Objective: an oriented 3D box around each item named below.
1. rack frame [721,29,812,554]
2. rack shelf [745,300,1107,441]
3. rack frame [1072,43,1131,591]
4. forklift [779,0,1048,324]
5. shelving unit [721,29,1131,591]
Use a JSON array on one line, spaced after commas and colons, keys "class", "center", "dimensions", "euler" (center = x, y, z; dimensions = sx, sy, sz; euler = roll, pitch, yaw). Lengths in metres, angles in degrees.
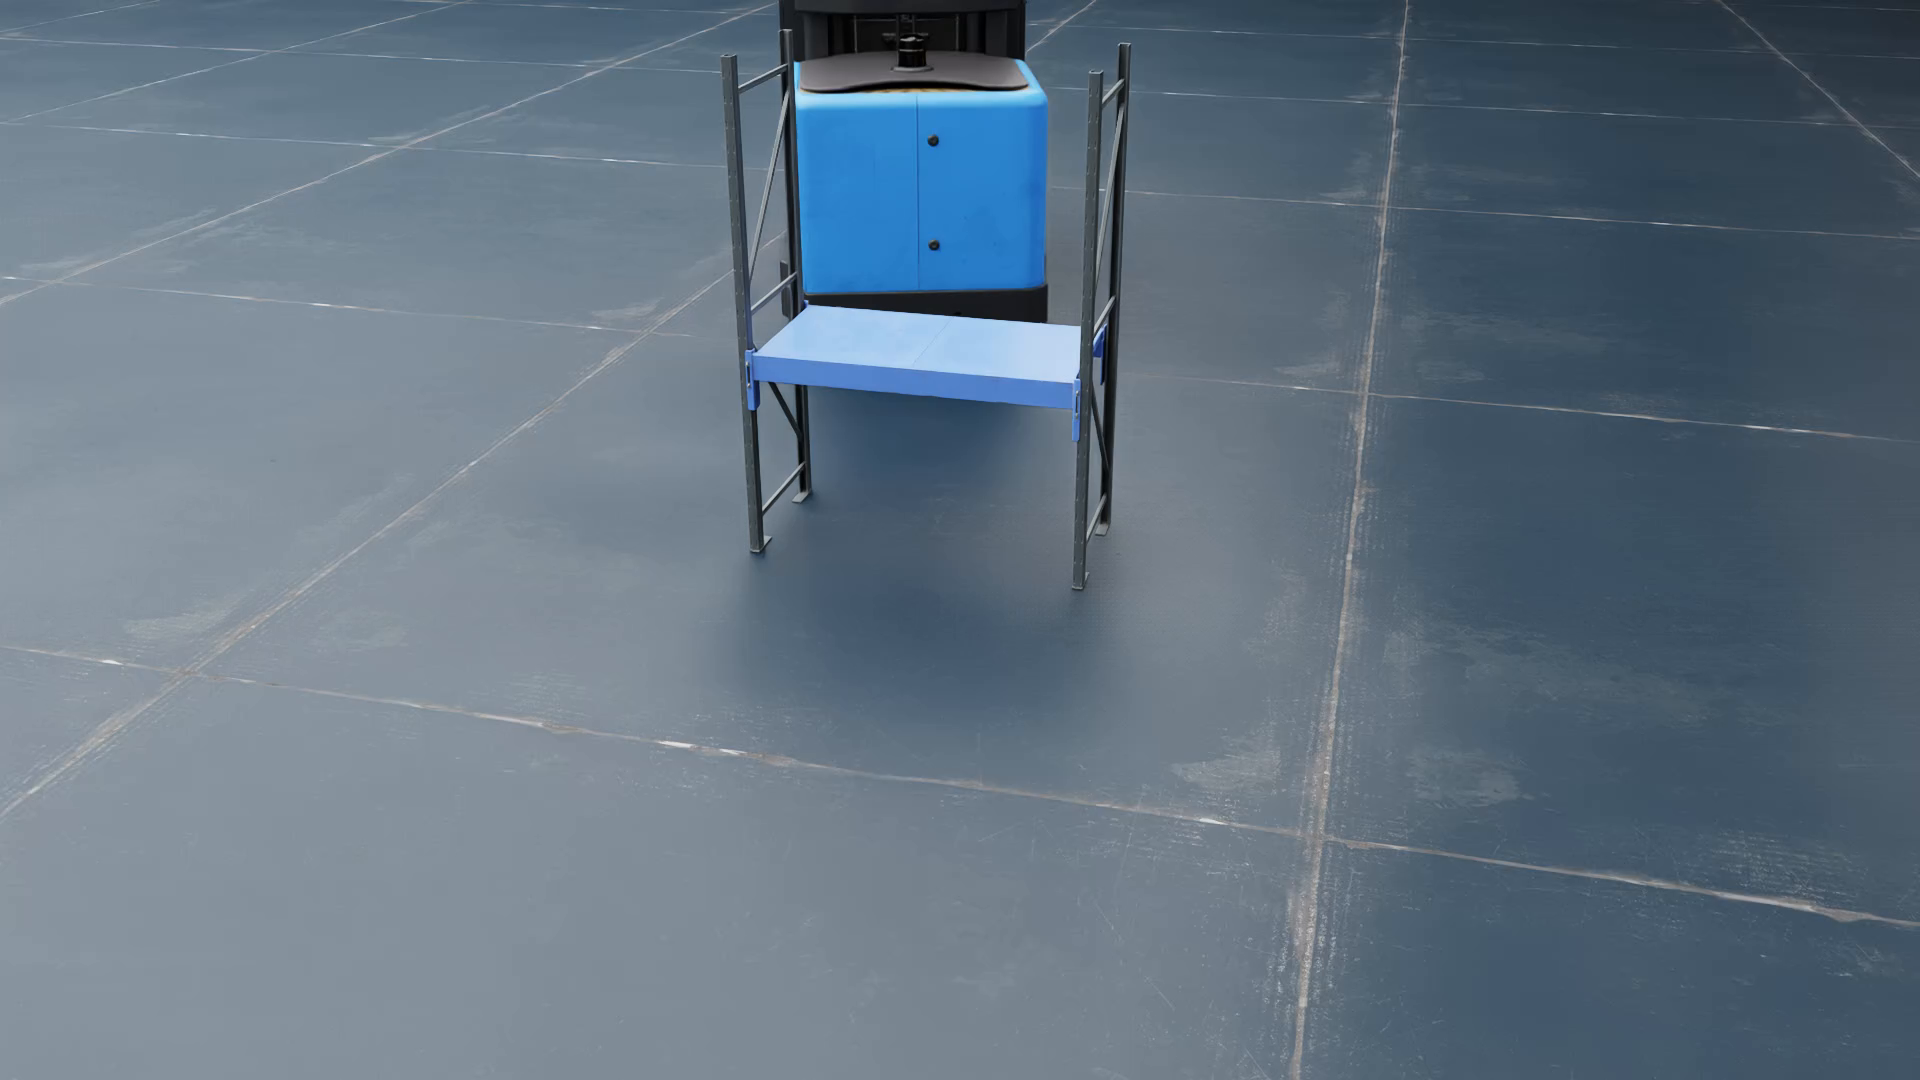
[{"class": "rack frame", "center": [-0.575, -0.741, 5.061], "dimensions": [0.032, 1.500, 0.500], "euler": [6, 26, 13]}, {"class": "rack shelf", "center": [-0.083, -0.524, 5.024], "dimensions": [1.000, 0.185, 0.538], "euler": [6, 26, 13]}, {"class": "rack frame", "center": [0.410, -0.632, 4.832], "dimensions": [0.032, 1.500, 0.500], "euler": [6, 26, 13]}, {"class": "forklift", "center": [-0.273, -2.675, 7.458], "dimensions": [1.130, 2.935, 3.031], "euler": [-2, 26, -4]}, {"class": "shelving unit", "center": [-0.083, -0.686, 4.947], "dimensions": [1.048, 1.500, 0.538], "euler": [6, 26, 13]}]
